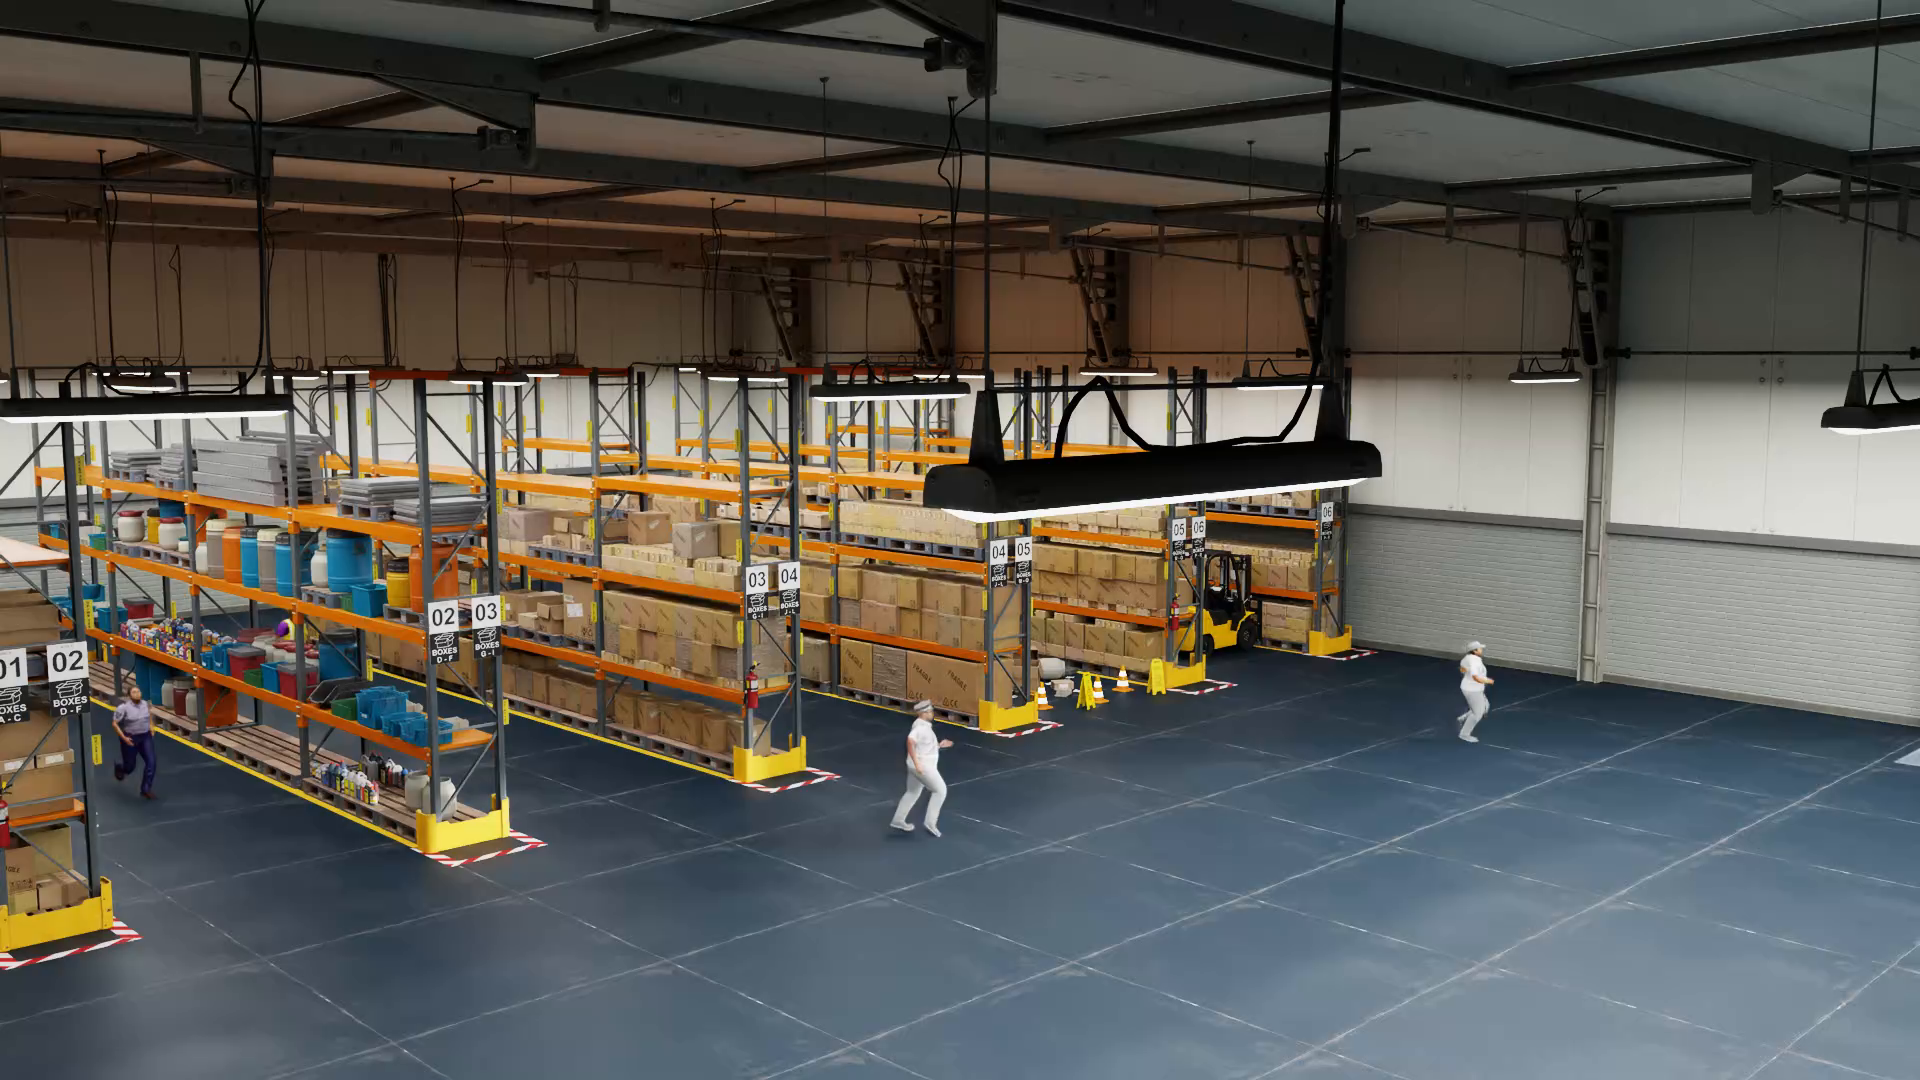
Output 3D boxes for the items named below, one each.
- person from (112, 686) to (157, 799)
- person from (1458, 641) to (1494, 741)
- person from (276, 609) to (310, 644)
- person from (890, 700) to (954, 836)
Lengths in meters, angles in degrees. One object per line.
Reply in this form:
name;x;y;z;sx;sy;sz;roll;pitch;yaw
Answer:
person;-11.799;2.880;23.792;0.806;1.619;0.606;5;8;39
person;8.432;2.467;27.149;0.527;1.624;0.657;1;7;8
person;-12.214;2.047;30.483;1.091;1.757;0.672;6;9;41
person;-0.486;3.006;21.824;0.854;1.840;0.628;-2;7;-17
